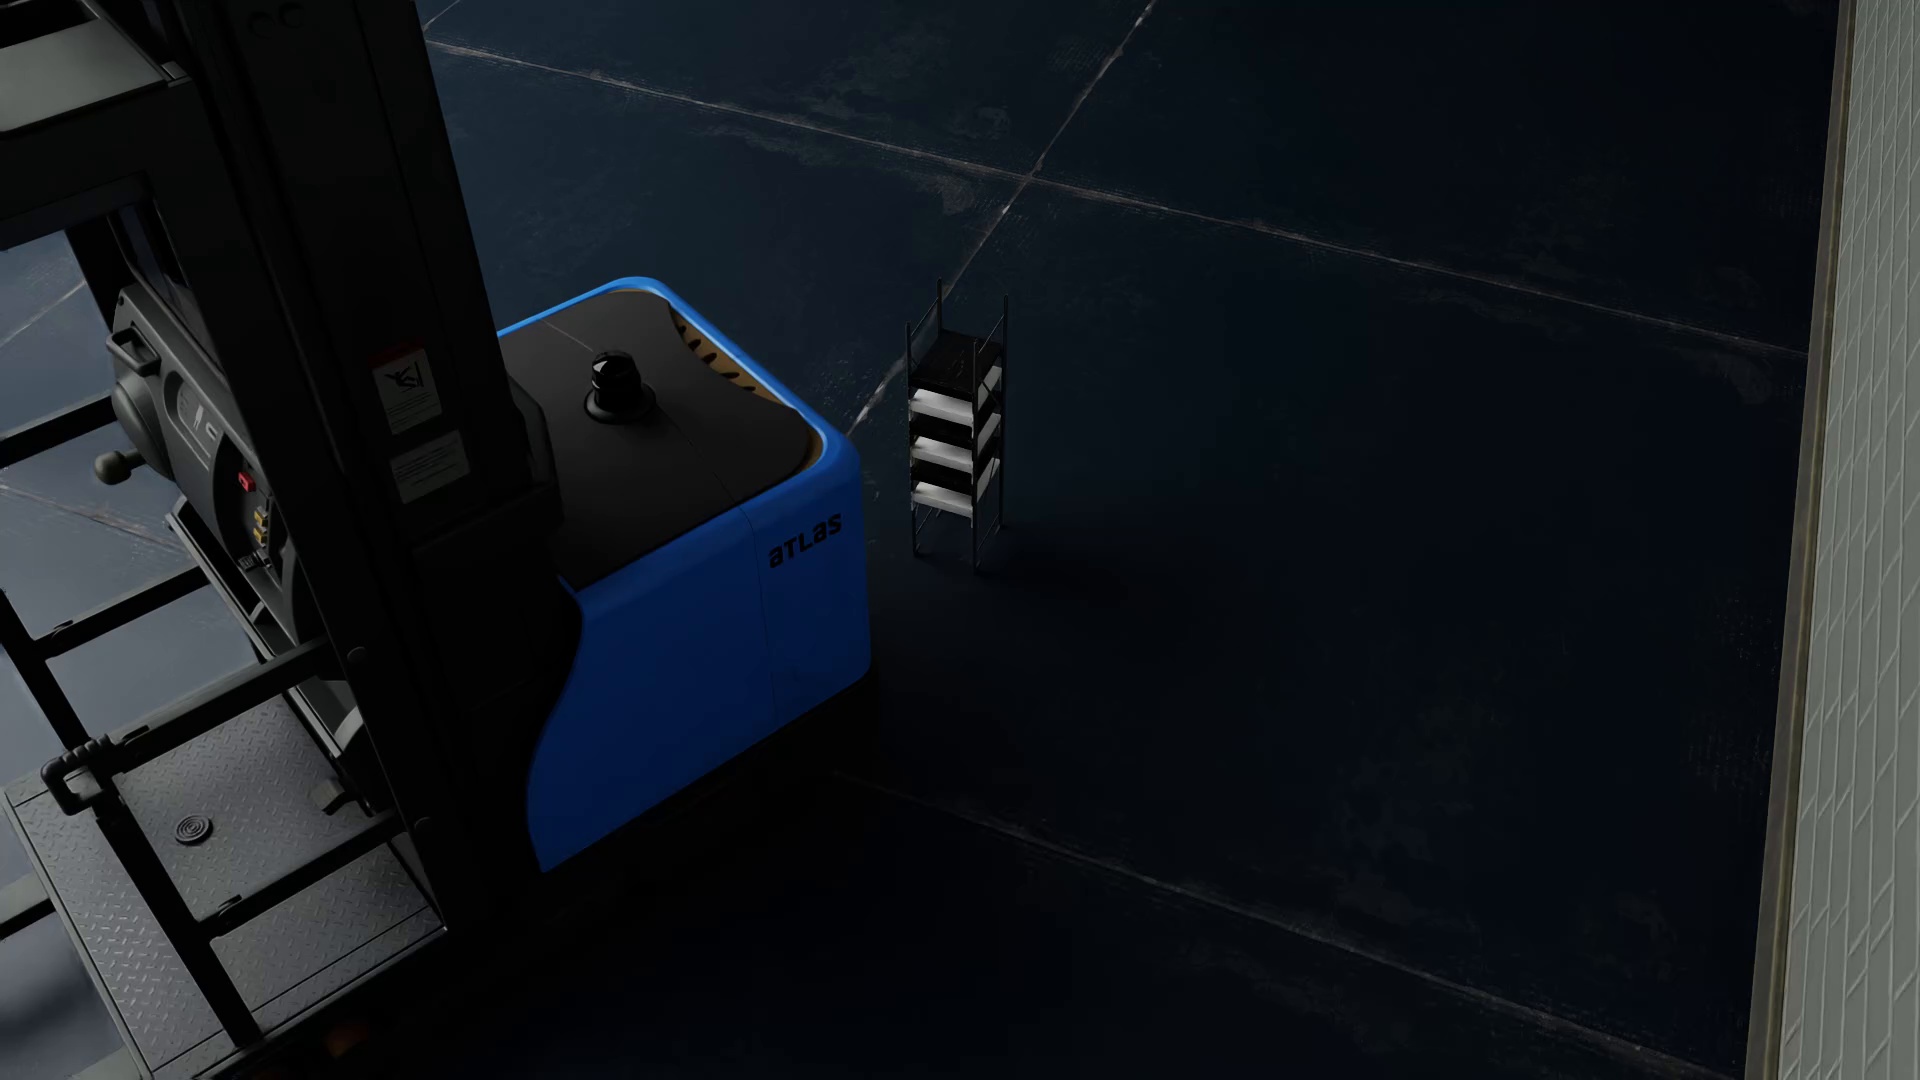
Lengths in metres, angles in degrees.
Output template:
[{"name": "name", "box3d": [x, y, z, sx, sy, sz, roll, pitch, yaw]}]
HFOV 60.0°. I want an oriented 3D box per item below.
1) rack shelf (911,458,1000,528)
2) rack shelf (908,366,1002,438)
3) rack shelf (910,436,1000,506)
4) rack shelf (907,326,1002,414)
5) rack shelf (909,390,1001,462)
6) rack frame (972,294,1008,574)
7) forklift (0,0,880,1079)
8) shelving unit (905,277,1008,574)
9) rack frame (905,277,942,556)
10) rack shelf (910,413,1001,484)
[{"name": "rack shelf", "box3d": [-0.007, -0.170, 5.085, 0.200, 0.077, 0.258, 16, 47, 16]}, {"name": "rack shelf", "box3d": [-0.007, -0.425, 4.831, 0.200, 0.077, 0.258, 16, 47, 16]}, {"name": "rack shelf", "box3d": [-0.007, -0.234, 5.022, 0.200, 0.077, 0.258, 16, 47, 16]}, {"name": "rack shelf", "box3d": [-0.007, -0.489, 4.768, 0.200, 0.077, 0.258, 16, 47, 16]}, {"name": "rack shelf", "box3d": [-0.007, -0.361, 4.895, 0.200, 0.077, 0.258, 16, 47, 16]}, {"name": "rack frame", "box3d": [0.086, -0.294, 4.907, 0.006, 0.900, 0.240, 16, 47, 16]}, {"name": "forklift", "box3d": [-1.679, -0.086, 3.258, 3.031, 2.935, 1.130, -30, 52, -27]}, {"name": "shelving unit", "box3d": [-0.007, -0.321, 4.935, 0.210, 0.900, 0.258, 16, 47, 16]}, {"name": "rack frame", "box3d": [-0.101, -0.349, 4.963, 0.006, 0.900, 0.240, 16, 47, 16]}, {"name": "rack shelf", "box3d": [-0.007, -0.298, 4.958, 0.200, 0.077, 0.258, 16, 47, 16]}]
